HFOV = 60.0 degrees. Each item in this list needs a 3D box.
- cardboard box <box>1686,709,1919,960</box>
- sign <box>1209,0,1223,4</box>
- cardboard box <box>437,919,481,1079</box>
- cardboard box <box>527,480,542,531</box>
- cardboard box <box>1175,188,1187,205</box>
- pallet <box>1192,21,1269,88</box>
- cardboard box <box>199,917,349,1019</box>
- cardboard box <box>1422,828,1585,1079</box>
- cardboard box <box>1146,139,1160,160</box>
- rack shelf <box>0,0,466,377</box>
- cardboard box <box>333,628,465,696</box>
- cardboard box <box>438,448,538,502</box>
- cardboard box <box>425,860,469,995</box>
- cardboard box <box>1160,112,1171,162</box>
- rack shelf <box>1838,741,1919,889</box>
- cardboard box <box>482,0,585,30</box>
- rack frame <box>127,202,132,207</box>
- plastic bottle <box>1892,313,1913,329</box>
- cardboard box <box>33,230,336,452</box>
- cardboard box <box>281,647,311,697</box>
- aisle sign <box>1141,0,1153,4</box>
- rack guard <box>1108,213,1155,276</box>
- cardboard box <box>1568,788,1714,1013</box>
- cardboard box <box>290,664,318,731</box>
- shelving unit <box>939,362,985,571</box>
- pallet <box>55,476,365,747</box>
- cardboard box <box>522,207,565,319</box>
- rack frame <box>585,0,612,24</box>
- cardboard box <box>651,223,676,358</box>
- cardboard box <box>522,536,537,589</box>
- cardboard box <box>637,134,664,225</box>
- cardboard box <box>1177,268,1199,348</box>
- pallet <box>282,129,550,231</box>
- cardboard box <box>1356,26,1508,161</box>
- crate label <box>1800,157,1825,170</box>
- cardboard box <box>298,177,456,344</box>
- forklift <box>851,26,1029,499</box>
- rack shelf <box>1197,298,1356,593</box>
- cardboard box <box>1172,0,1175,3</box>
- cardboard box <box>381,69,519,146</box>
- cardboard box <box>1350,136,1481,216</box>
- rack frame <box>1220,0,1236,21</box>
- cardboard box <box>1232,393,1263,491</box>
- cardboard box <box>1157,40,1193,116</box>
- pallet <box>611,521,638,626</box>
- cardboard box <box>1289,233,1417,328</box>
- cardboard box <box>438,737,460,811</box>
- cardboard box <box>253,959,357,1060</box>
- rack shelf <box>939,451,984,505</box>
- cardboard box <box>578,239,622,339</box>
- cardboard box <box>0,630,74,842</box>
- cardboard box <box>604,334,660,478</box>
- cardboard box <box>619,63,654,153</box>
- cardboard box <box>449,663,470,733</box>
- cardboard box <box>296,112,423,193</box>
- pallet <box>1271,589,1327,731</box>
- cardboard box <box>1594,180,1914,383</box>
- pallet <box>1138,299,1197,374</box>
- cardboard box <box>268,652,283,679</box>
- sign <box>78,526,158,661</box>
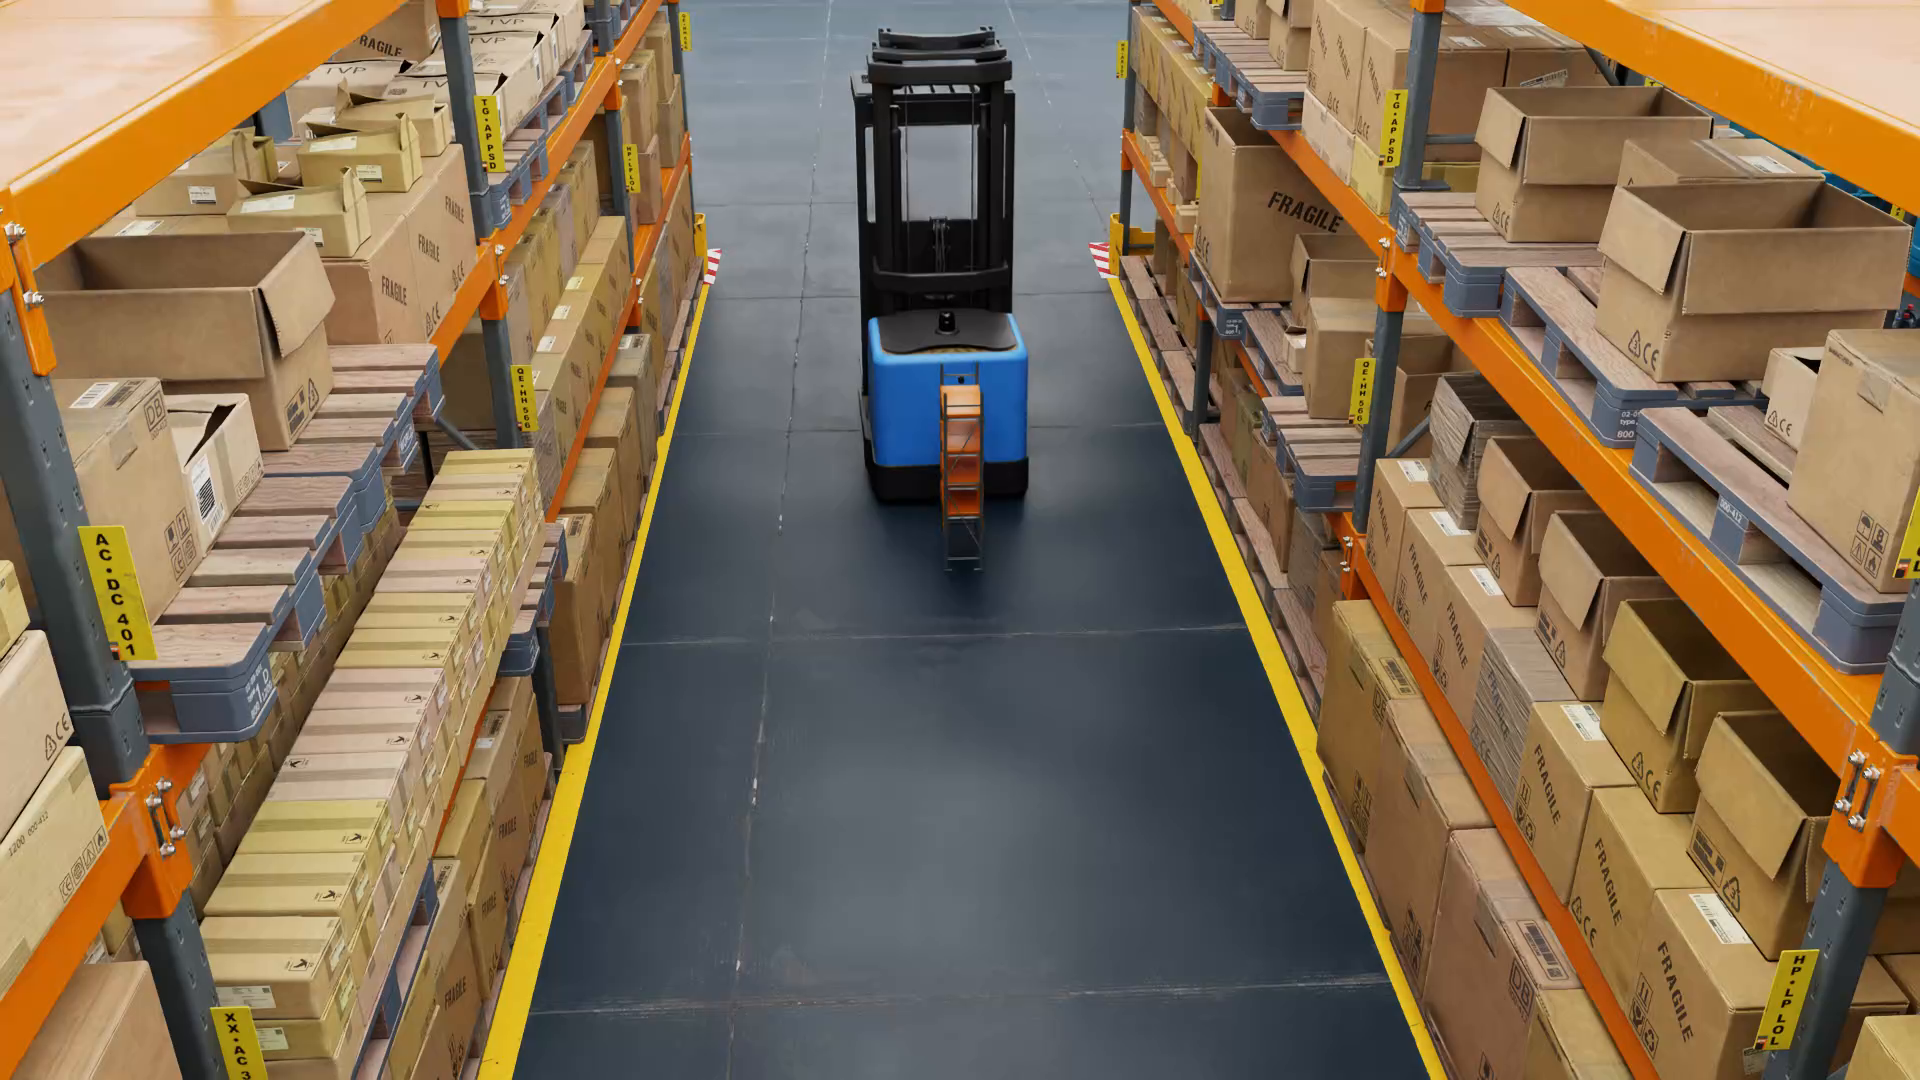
[{"bbox_3d":[2.580,0.835,4.774,0.797,0.503,0.637,-2,28,-4],"label":"cardboard box"},{"bbox_3d":[1.662,-3.618,10.703,0.100,0.325,0.005,-1,28,-3],"label":"sign"},{"bbox_3d":[-2.181,1.781,6.403,0.500,0.500,0.500,-1,28,-2],"label":"cardboard box"},{"bbox_3d":[-2.066,-0.145,7.342,0.380,0.149,0.250,-1,28,-2],"label":"cardboard box"},{"bbox_3d":[1.883,-2.635,12.892,0.380,0.149,0.250,-1,28,-3],"label":"cardboard box"},{"bbox_3d":[2.129,-3.034,10.346,1.213,0.211,1.003,-1,28,-3],"label":"pallet"},{"bbox_3d":[-1.899,1.161,4.518,0.380,0.149,0.250,0,28,0],"label":"cardboard box"},{"bbox_3d":[2.520,1.667,6.215,1.225,0.875,0.875,-2,28,-4],"label":"cardboard box"},{"bbox_3d":[1.797,-3.327,14.220,0.380,0.149,0.250,-1,28,-3],"label":"cardboard box"},{"bbox_3d":[-2.442,-1.395,4.966,1.077,0.370,4.000,-1,28,-3],"label":"rack shelf"},{"bbox_3d":[-1.985,0.439,5.901,0.380,0.149,0.250,-1,28,-1],"label":"cardboard box"},{"bbox_3d":[-2.063,-0.278,7.276,0.380,0.149,0.250,-2,28,-5],"label":"cardboard box"},{"bbox_3d":[-2.165,1.453,6.221,0.500,0.250,0.500,0,28,-1],"label":"cardboard box"},{"bbox_3d":[2.125,-3.384,13.627,0.875,0.500,0.500,-1,28,-3],"label":"cardboard box"},{"bbox_3d":[2.726,1.532,2.166,1.077,0.370,4.000,-1,28,-3],"label":"rack shelf"},{"bbox_3d":[-2.558,-3.174,10.010,0.500,0.250,0.500,-1,28,-2],"label":"cardboard box"},{"bbox_3d":[-7.902,-3.683,14.631,1.000,3.000,0.127,-1,28,-3],"label":"rack frame"},{"bbox_3d":[7.378,-1.595,13.015,0.144,0.351,0.185,-1,28,-3],"label":"plastic bottle"},{"bbox_3d":[-2.287,-0.586,4.883,0.797,0.503,0.637,-2,28,-3],"label":"cardboard box"},{"bbox_3d":[-2.653,0.461,6.181,0.380,0.149,0.250,-2,28,-3],"label":"cardboard box"},{"bbox_3d":[1.692,-5.097,14.529,0.394,0.787,0.004,-1,28,-3],"label":"aisle sign"},{"bbox_3d":[1.999,-2.779,15.600,1.175,0.500,0.348,-1,28,-3],"label":"rack guard"},{"bbox_3d":[2.305,1.137,5.281,0.500,0.500,0.500,-1,28,-1],"label":"cardboard box"},{"bbox_3d":[-2.653,0.594,6.247,0.380,0.149,0.250,-1,28,-2],"label":"cardboard box"},{"bbox_3d":[0.009,-0.456,10.388,0.258,1.200,0.503,-1,28,-3],"label":"shelving unit"},{"bbox_3d":[-2.263,0.158,4.225,1.213,0.211,1.003,-1,28,-3],"label":"pallet"},{"bbox_3d":[-2.643,-1.557,9.364,0.700,0.500,0.500,-2,28,-3],"label":"cardboard box"},{"bbox_3d":[-2.755,-4.662,10.020,1.000,3.000,0.127,-1,28,-3],"label":"rack frame"},{"bbox_3d":[-2.769,-1.955,13.160,0.875,0.875,0.875,-1,28,-2],"label":"cardboard box"},{"bbox_3d":[-2.050,0.102,7.191,0.380,0.149,0.250,-1,28,-3],"label":"cardboard box"},{"bbox_3d":[-2.748,-2.745,12.669,0.875,0.550,0.550,-1,28,-3],"label":"cardboard box"},{"bbox_3d":[2.074,-1.888,13.438,0.500,0.500,0.500,-4,28,-7],"label":"cardboard box"},{"bbox_3d":[-2.633,-1.697,7.783,1.213,0.211,1.003,0,28,0],"label":"pallet"},{"bbox_3d":[2.138,-2.038,7.585,0.500,0.500,0.500,-1,28,-1],"label":"cardboard box"},{"bbox_3d":[7.307,-3.214,13.693,0.502,0.435,0.616,-1,28,-3],"label":"crate label"},{"bbox_3d":[-2.224,-1.041,6.213,0.500,0.500,0.500,-1,28,-3],"label":"cardboard box"},{"bbox_3d":[-0.194,-2.228,11.914,1.130,2.935,3.031,-3,28,-5],"label":"forklift"},{"bbox_3d":[2.308,-0.833,9.943,1.077,0.370,4.000,-1,28,-3],"label":"rack shelf"},{"bbox_3d":[1.849,-4.250,12.636,0.500,0.250,0.500,-1,28,-1],"label":"cardboard box"},{"bbox_3d":[-2.364,-2.016,7.724,0.500,0.311,0.500,-1,28,-3],"label":"cardboard box"},{"bbox_3d":[2.143,-1.705,7.757,0.500,0.250,0.500,-1,28,-3],"label":"cardboard box"},{"bbox_3d":[2.203,-4.735,10.160,1.000,3.000,0.127,-1,28,-3],"label":"rack frame"},{"bbox_3d":[2.220,-0.657,11.056,0.700,0.500,0.500,-2,28,-3],"label":"cardboard box"},{"bbox_3d":[1.830,-3.589,12.939,0.500,0.500,0.500,-1,28,-3],"label":"cardboard box"},{"bbox_3d":[-2.573,0.153,10.290,1.003,0.211,1.213,-1,28,-3],"label":"pallet"},{"bbox_3d":[2.386,-1.509,9.896,0.797,0.503,0.637,1,28,3],"label":"cardboard box"},{"bbox_3d":[-1.972,0.821,5.811,0.380,0.149,0.250,-2,28,-4],"label":"cardboard box"},{"bbox_3d":[-1.899,1.292,4.586,0.380,0.149,0.250,-1,28,-2],"label":"cardboard box"},{"bbox_3d":[0.009,-0.396,10.419,0.258,0.148,0.480,-1,28,-3],"label":"rack shelf"},{"bbox_3d":[-2.435,-1.579,10.487,0.500,0.500,0.500,-2,28,-3],"label":"cardboard box"},{"bbox_3d":[-2.059,0.414,3.153,0.500,0.250,0.500,-3,28,-5],"label":"cardboard box"},{"bbox_3d":[-2.633,-0.907,11.285,1.050,0.750,0.750,-2,28,-3],"label":"cardboard box"},{"bbox_3d":[-2.776,-3.223,12.418,0.875,0.550,0.550,-1,28,-3],"label":"cardboard box"},{"bbox_3d":[-1.982,0.570,5.971,0.380,0.149,0.250,-2,28,-4],"label":"cardboard box"},{"bbox_3d":[-2.224,-1.452,6.172,0.396,0.266,0.258,-1,28,-3],"label":"cardboard box"},{"bbox_3d":[2.373,0.647,9.343,1.003,0.211,1.213,-1,28,-3],"label":"pallet"},{"bbox_3d":[2.540,-0.847,5.383,0.797,0.503,0.637,-2,28,-3],"label":"cardboard box"},{"bbox_3d":[2.066,-1.713,13.868,1.003,0.211,1.213,-1,28,-3],"label":"pallet"},{"bbox_3d":[-2.636,0.447,5.886,0.380,0.149,0.250,-2,28,-3],"label":"cardboard box"},{"bbox_3d":[-1.796,0.116,3.543,0.100,0.325,0.005,-1,28,-3],"label":"sign"}]
